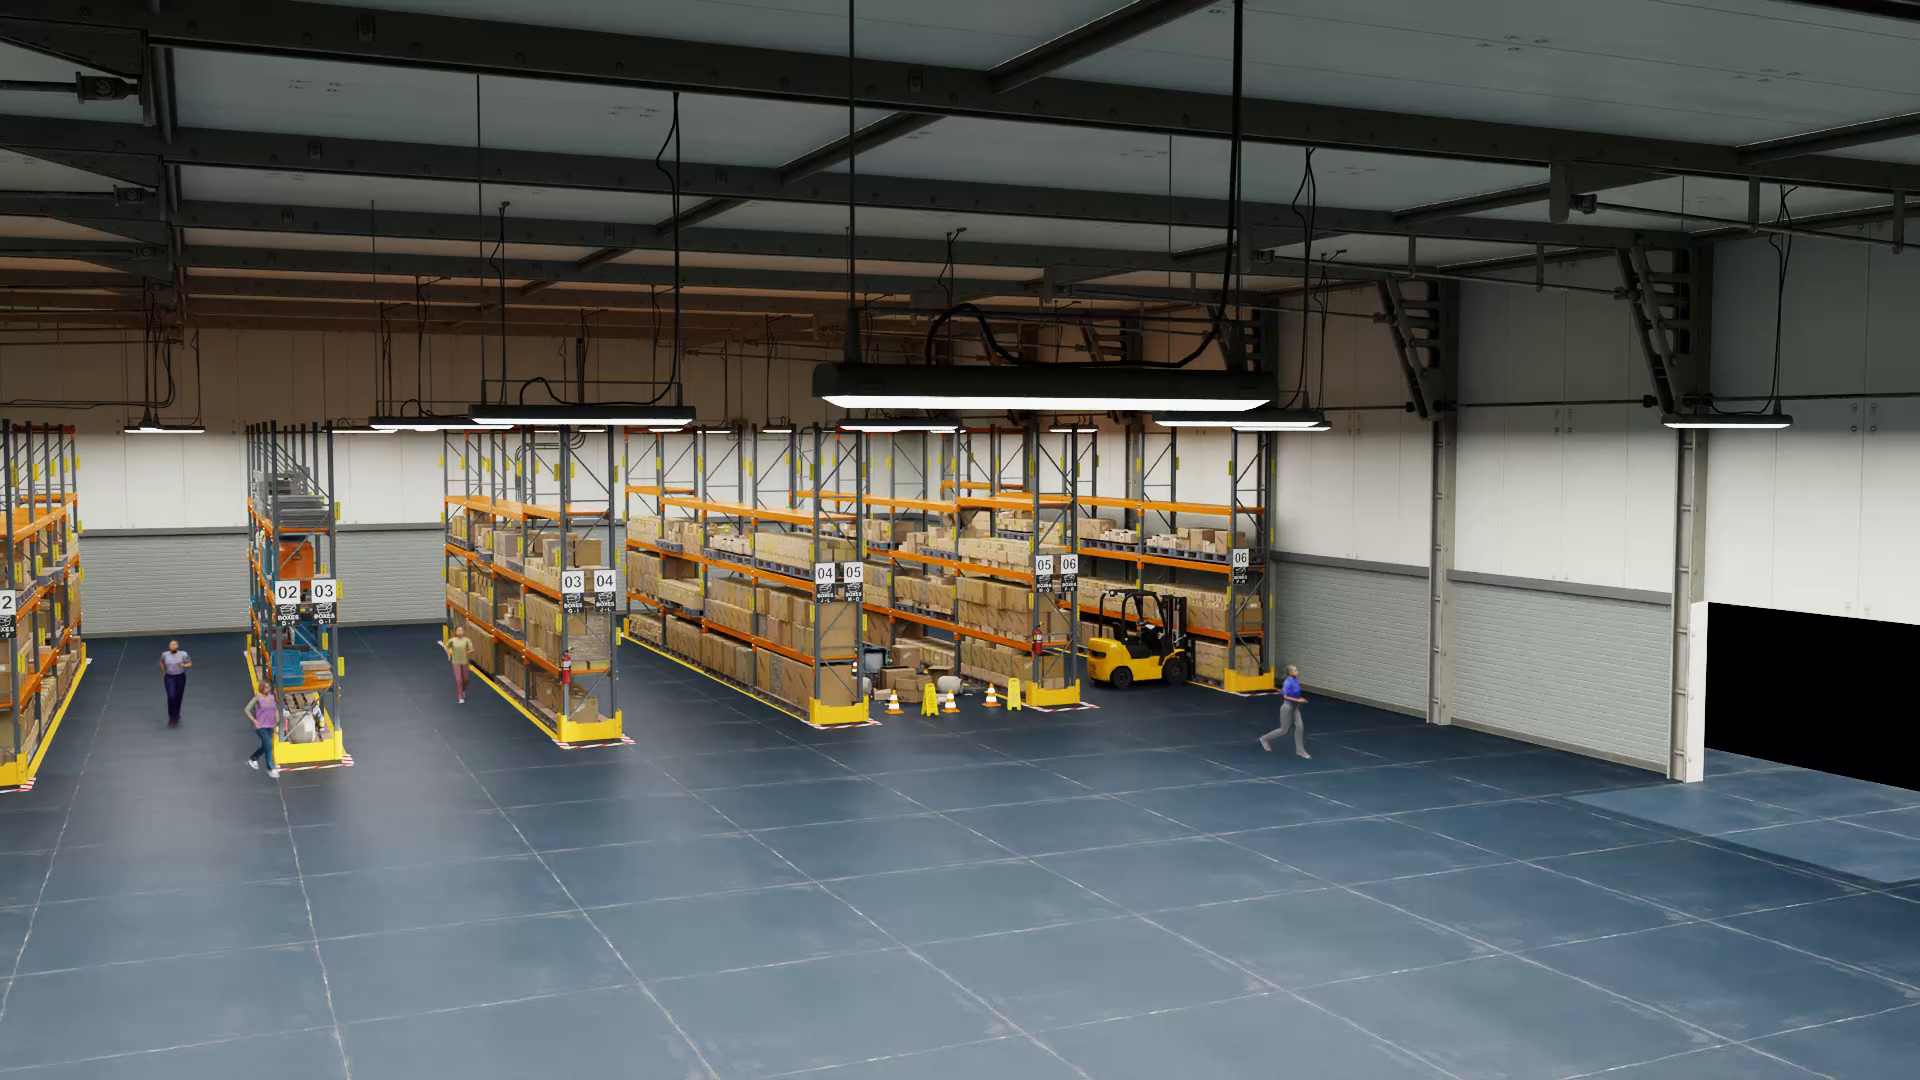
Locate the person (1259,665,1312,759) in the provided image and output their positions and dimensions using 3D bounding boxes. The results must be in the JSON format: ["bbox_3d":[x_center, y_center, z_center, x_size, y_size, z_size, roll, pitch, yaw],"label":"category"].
[{"bbox_3d":[5.846,3.049,29.691,0.918,1.664,0.589,2,4,32],"label":"person"}]

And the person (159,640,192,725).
[{"bbox_3d":[-15.689,2.848,33.293,0.574,1.703,0.754,-2,4,-30],"label":"person"}]

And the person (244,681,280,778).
[{"bbox_3d":[-11.761,3.178,28.071,0.764,1.601,0.546,2,4,27],"label":"person"}]

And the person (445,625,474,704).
[{"bbox_3d":[-10.741,2.653,35.736,0.586,1.645,0.914,-2,4,-24],"label":"person"}]
